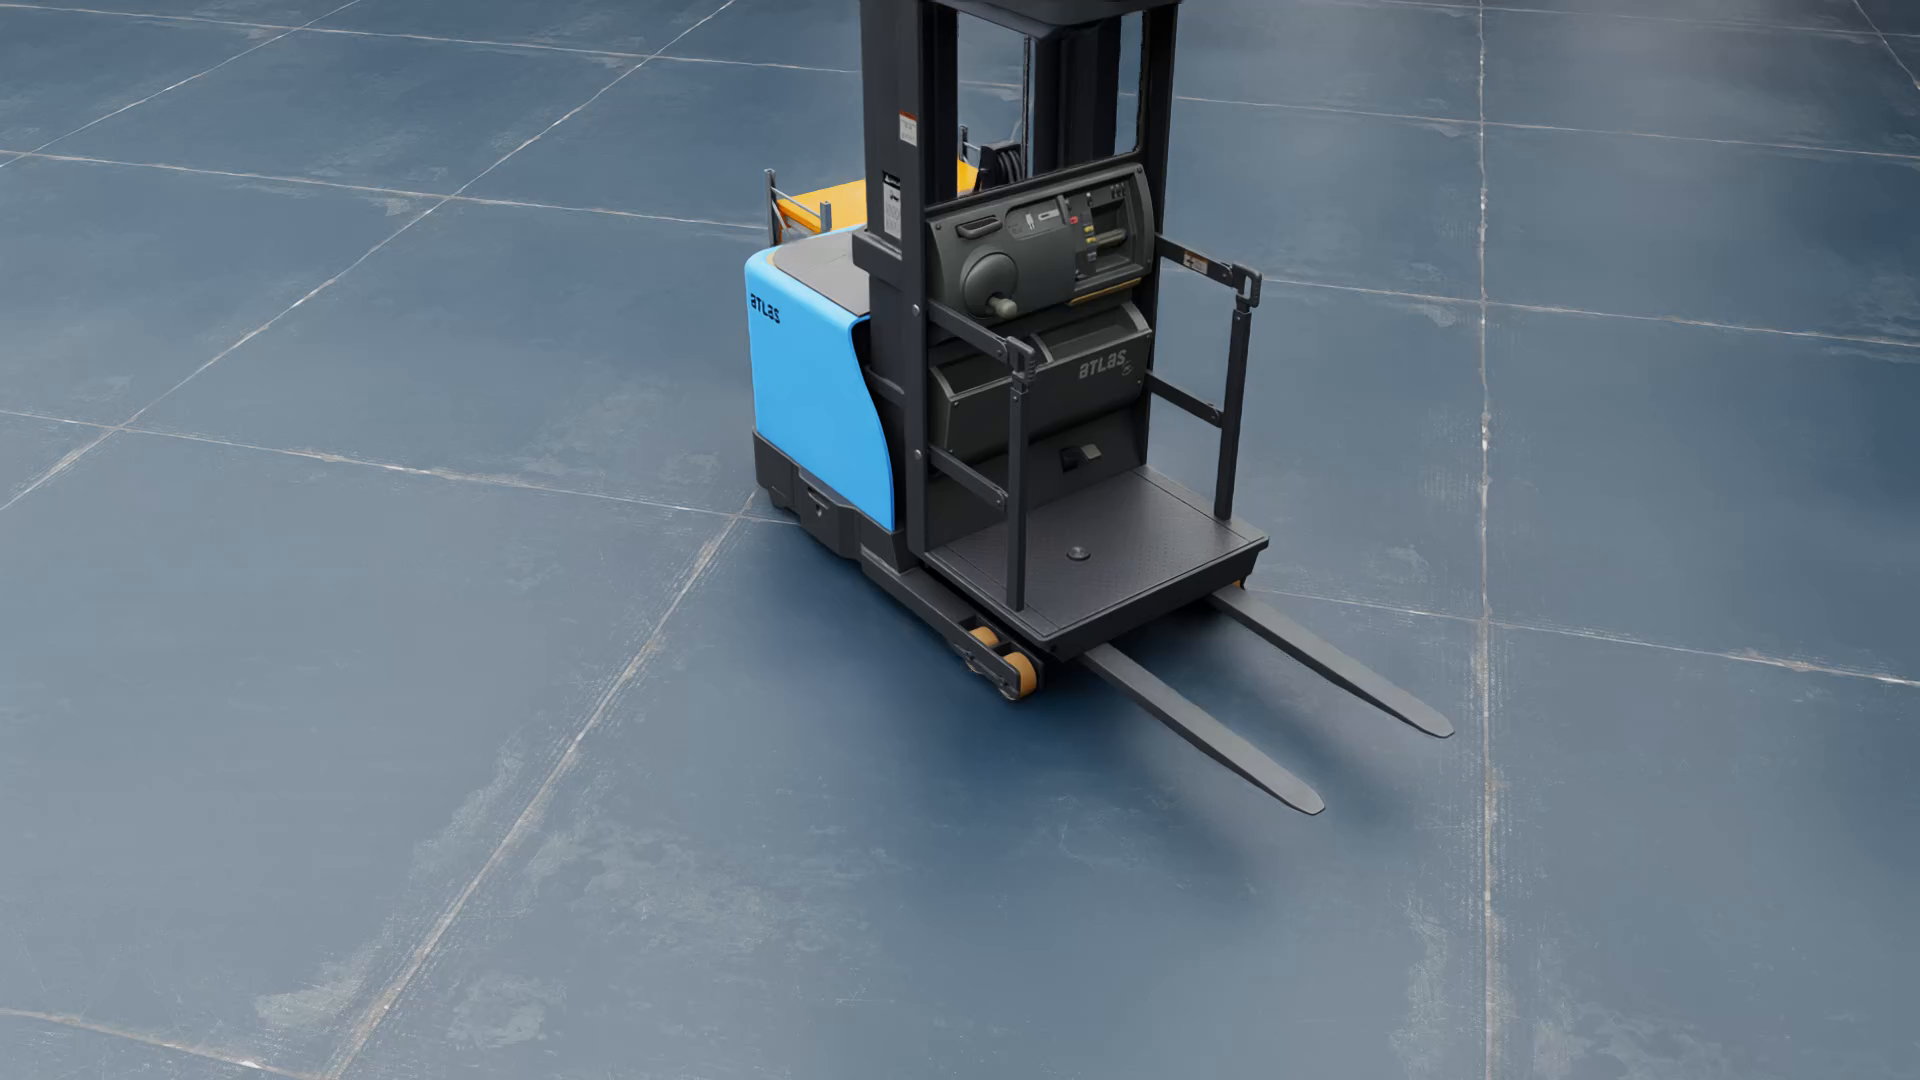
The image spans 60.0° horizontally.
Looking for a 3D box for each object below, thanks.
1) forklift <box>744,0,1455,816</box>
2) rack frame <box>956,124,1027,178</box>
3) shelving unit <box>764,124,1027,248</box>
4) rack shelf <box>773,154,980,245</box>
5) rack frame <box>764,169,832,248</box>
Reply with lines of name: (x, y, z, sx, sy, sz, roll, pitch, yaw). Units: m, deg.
forklift: (0.425, -0.974, 5.549, 1.130, 2.935, 3.031, -22, 38, -30)
rack frame: (0.140, -1.331, 7.796, 0.032, 1.125, 0.500, -21, 38, -29)
shelving unit: (-0.273, -1.173, 7.546, 1.048, 1.125, 0.538, -21, 38, -29)
rack shelf: (-0.273, -1.420, 7.389, 1.000, 0.278, 0.538, -21, 38, -29)
rack frame: (-0.686, -1.014, 7.296, 0.032, 1.125, 0.500, -21, 38, -29)
